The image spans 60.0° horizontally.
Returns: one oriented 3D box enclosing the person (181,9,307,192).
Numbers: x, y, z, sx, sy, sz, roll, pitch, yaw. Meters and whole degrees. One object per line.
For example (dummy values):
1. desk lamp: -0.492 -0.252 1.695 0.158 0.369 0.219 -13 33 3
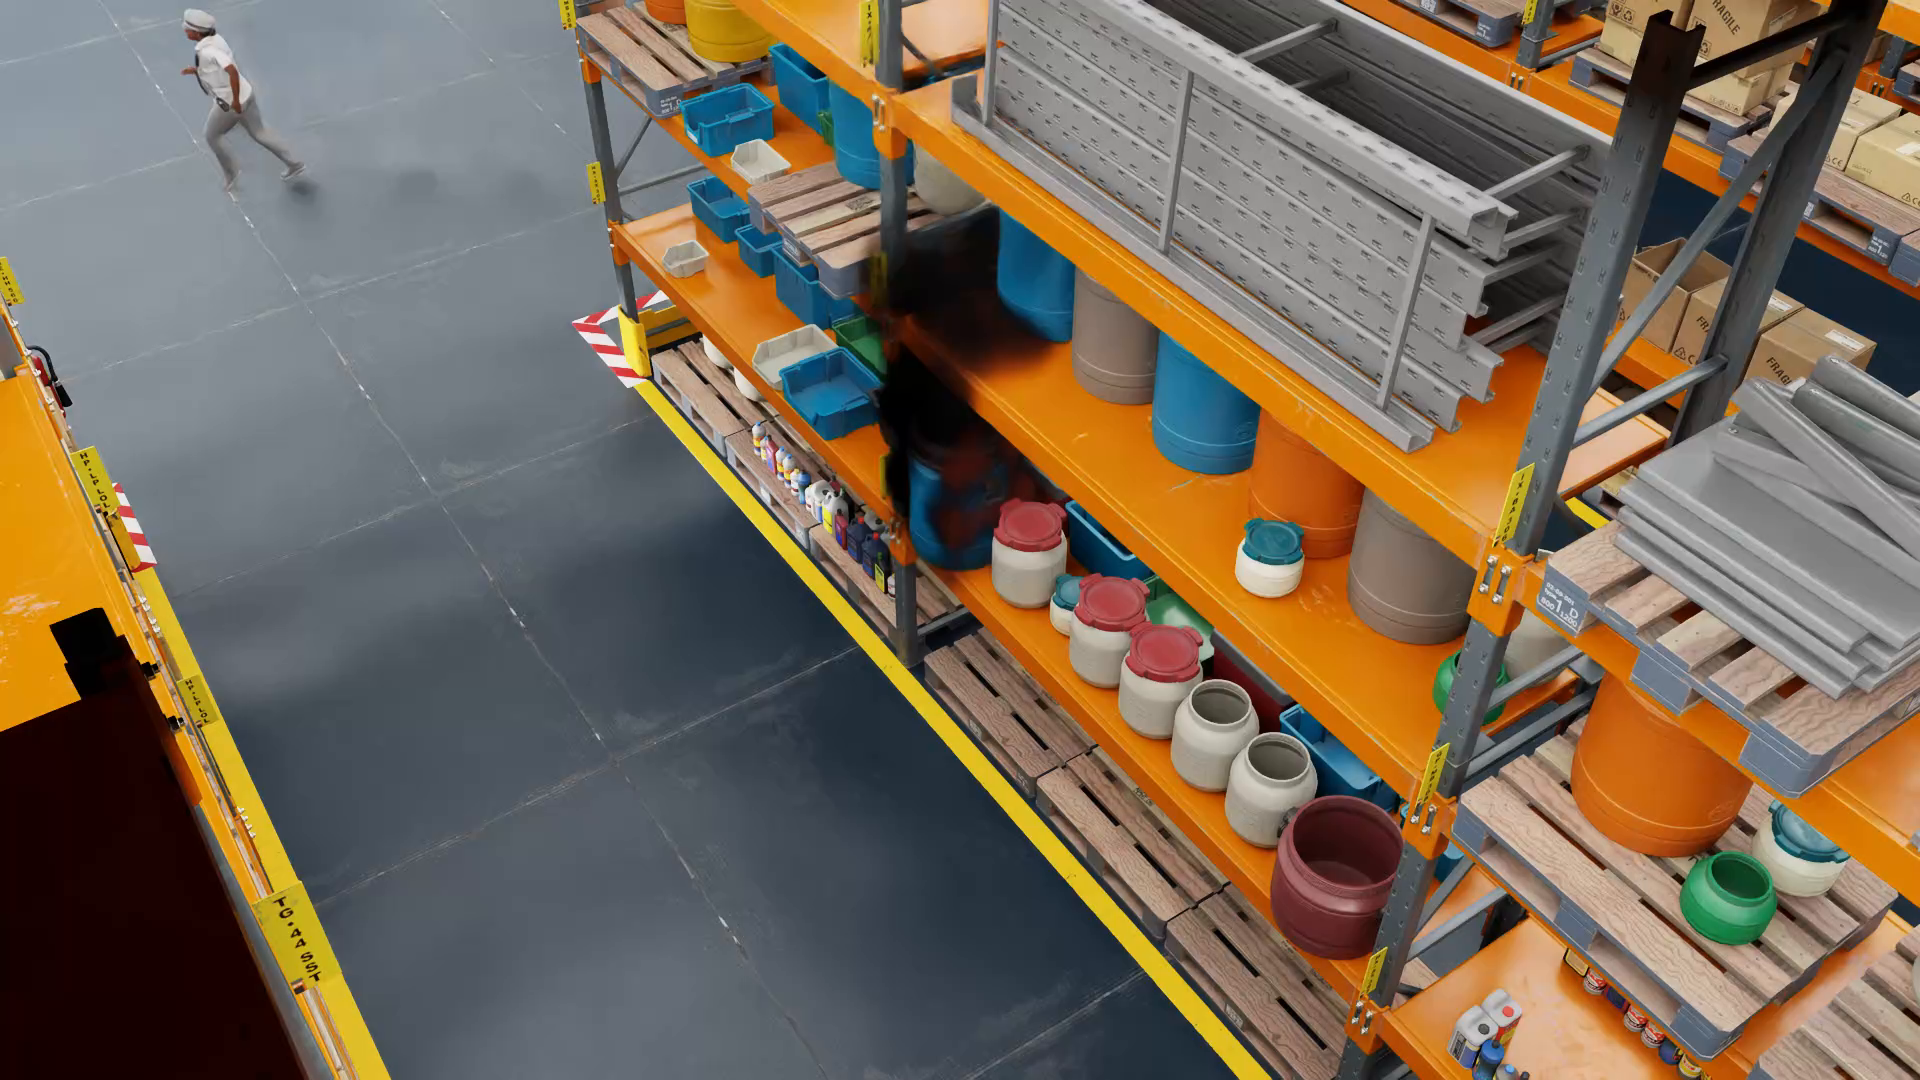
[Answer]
1. person: -6.385 -3.862 14.731 0.845 1.735 0.599 -2 43 -3
